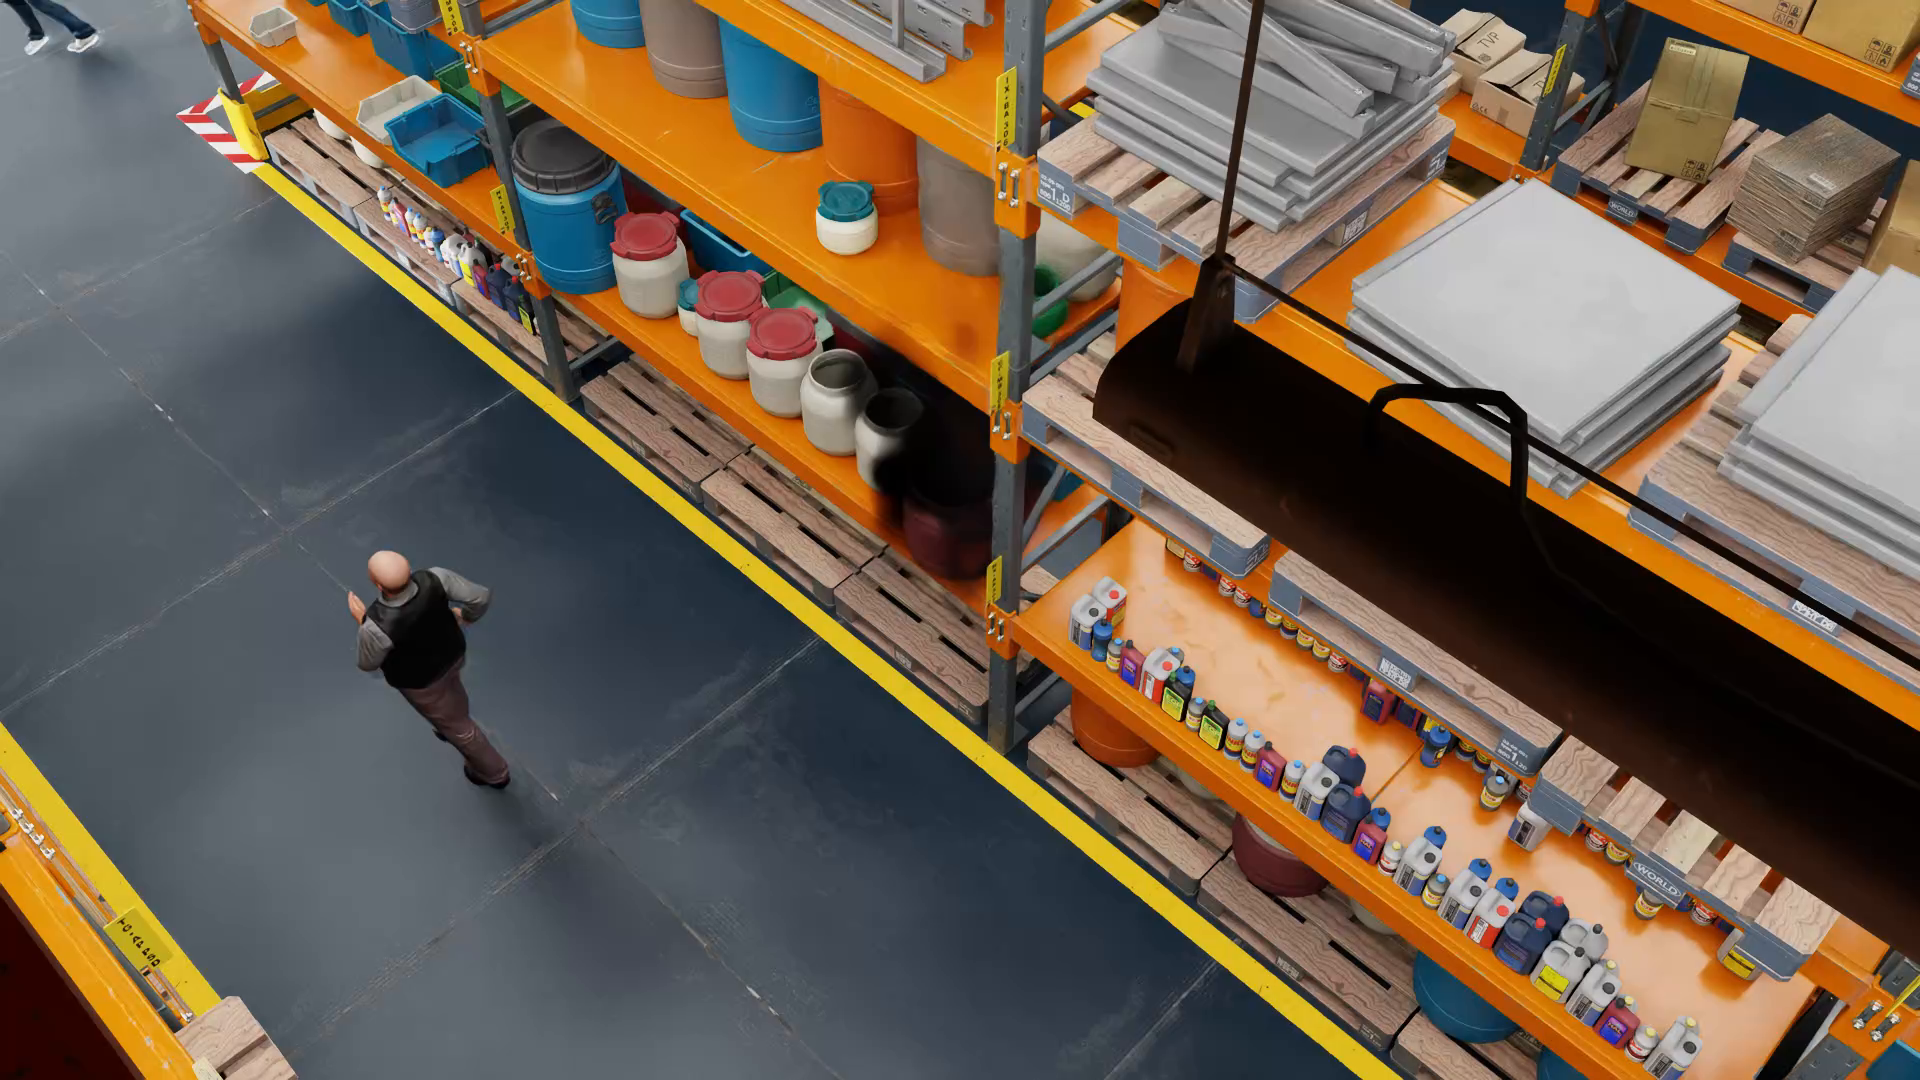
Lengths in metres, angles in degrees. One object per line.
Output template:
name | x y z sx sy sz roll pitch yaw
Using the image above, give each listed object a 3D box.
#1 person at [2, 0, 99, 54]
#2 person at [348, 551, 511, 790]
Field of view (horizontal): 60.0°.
person | -7.434 -4.509 13.128 0.724 1.639 0.530 -7 50 -6
person | -2.672 0.646 8.374 0.736 1.834 0.625 21 53 17
